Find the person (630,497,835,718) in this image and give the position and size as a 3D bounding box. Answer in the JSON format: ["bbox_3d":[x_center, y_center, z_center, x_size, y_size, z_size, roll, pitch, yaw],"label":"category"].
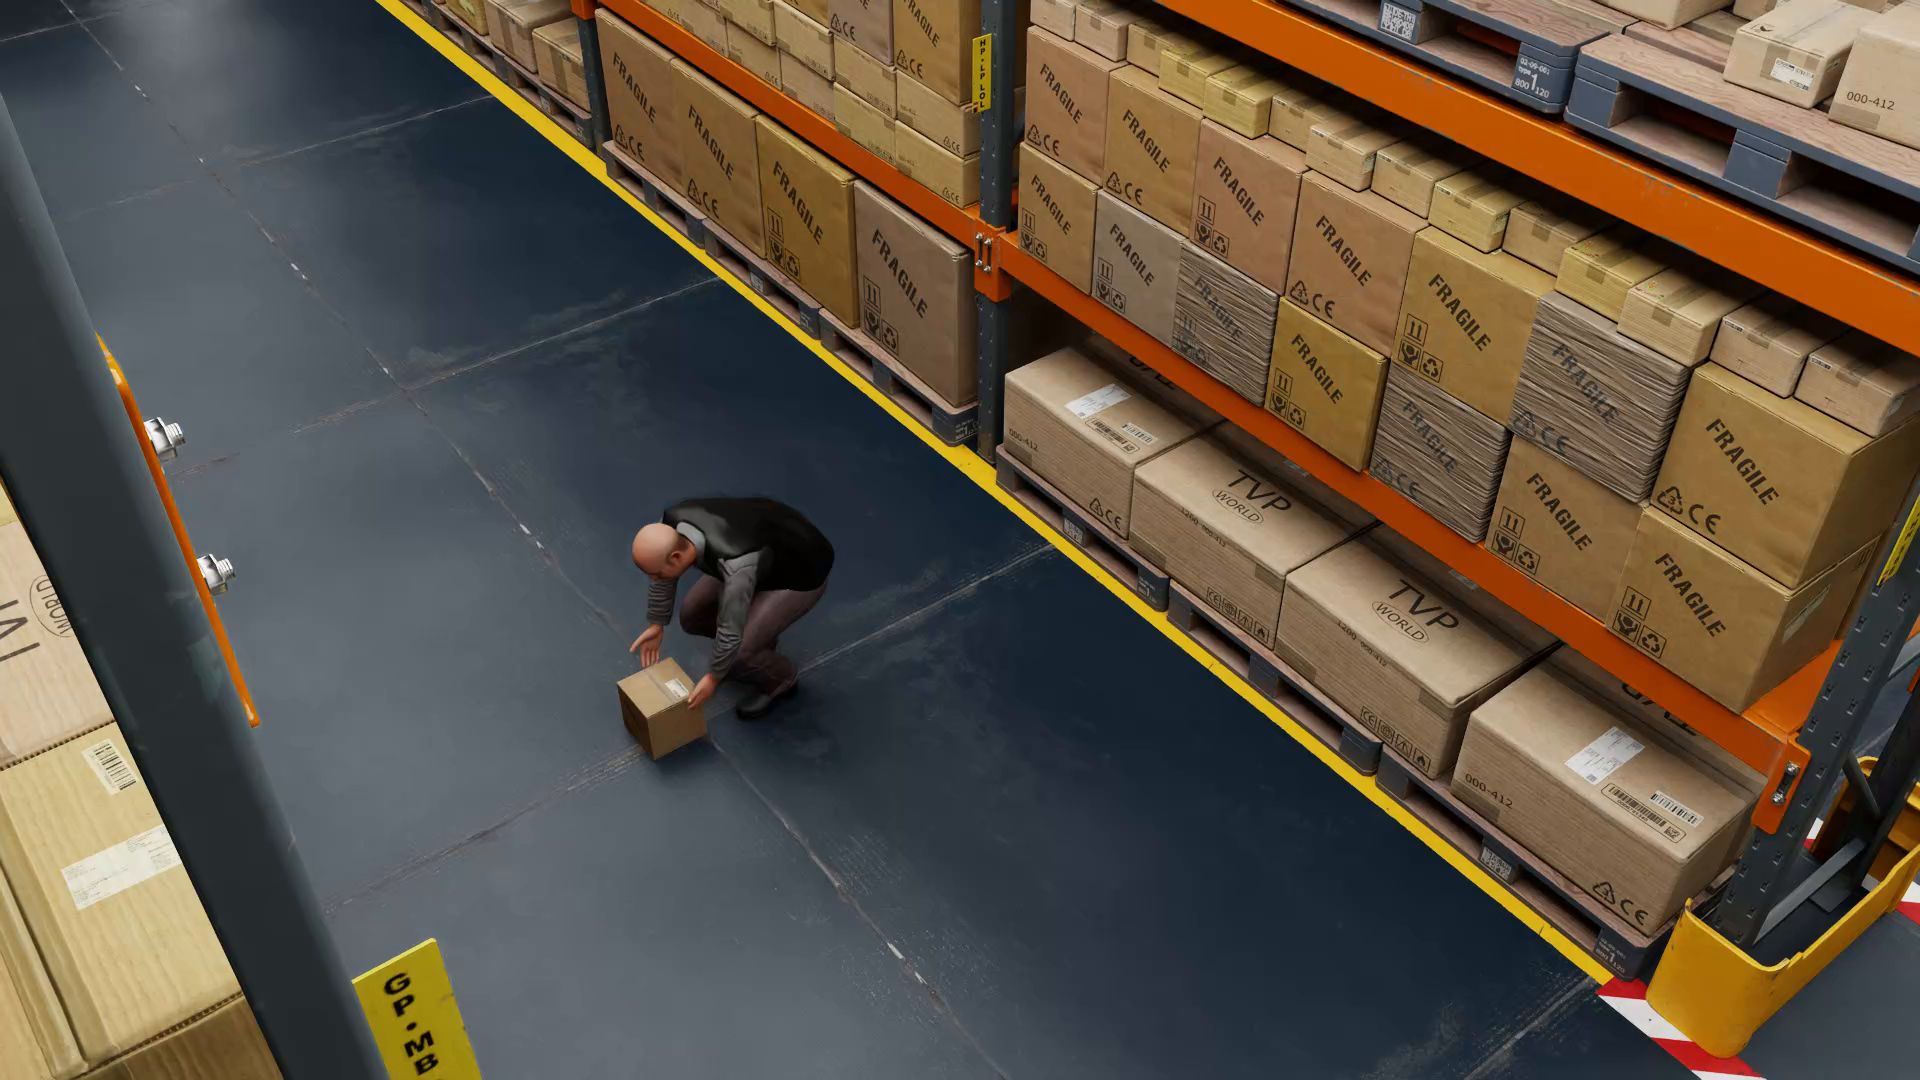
[{"bbox_3d":[-0.890,0.234,6.657,0.837,1.083,0.559,-26,47,-28],"label":"person"}]
